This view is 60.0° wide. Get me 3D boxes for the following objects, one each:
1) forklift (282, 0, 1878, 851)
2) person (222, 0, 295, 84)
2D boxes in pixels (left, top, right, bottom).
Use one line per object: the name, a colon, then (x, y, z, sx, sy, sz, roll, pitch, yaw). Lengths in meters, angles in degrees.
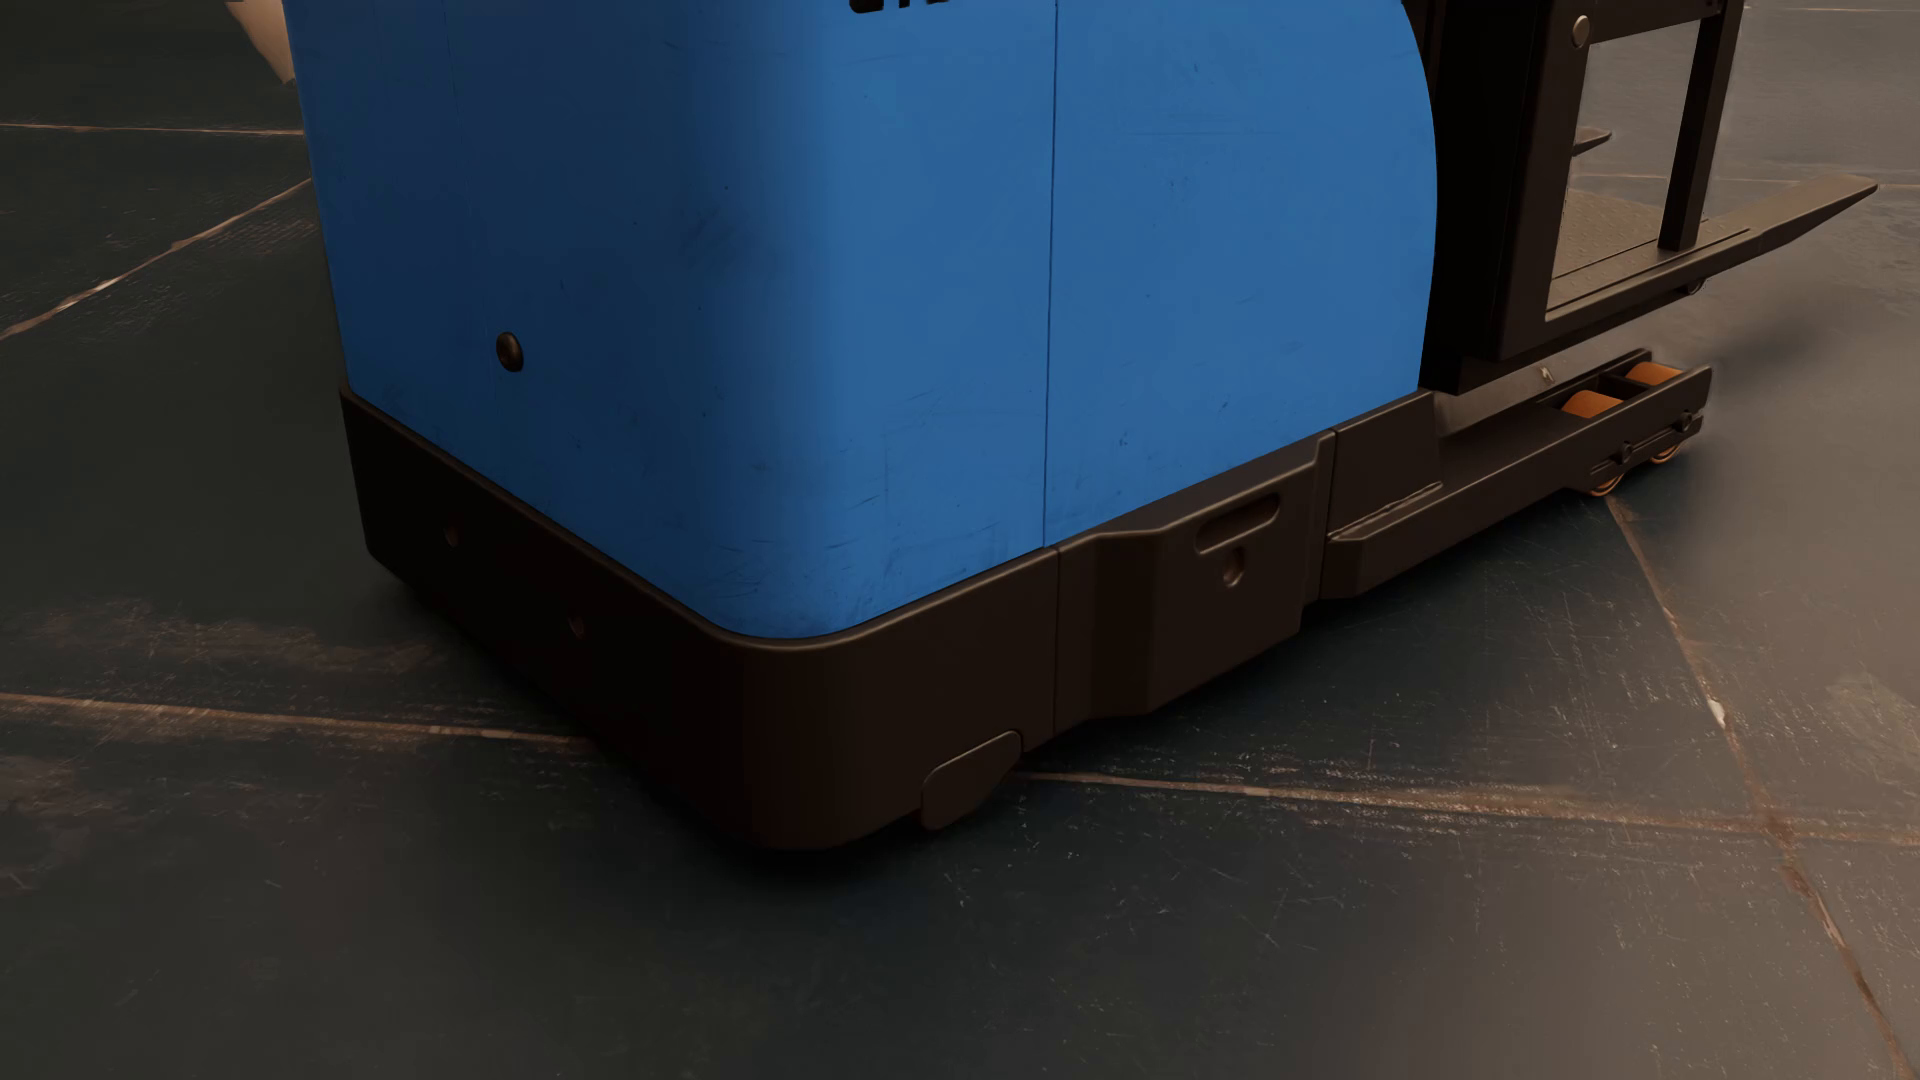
forklift: (0.600, -1.534, 2.292, 3.031, 2.935, 1.130, -22, 34, -37)
person: (-1.067, -1.303, 3.438, 0.982, 1.569, 1.171, 3, 27, 7)
